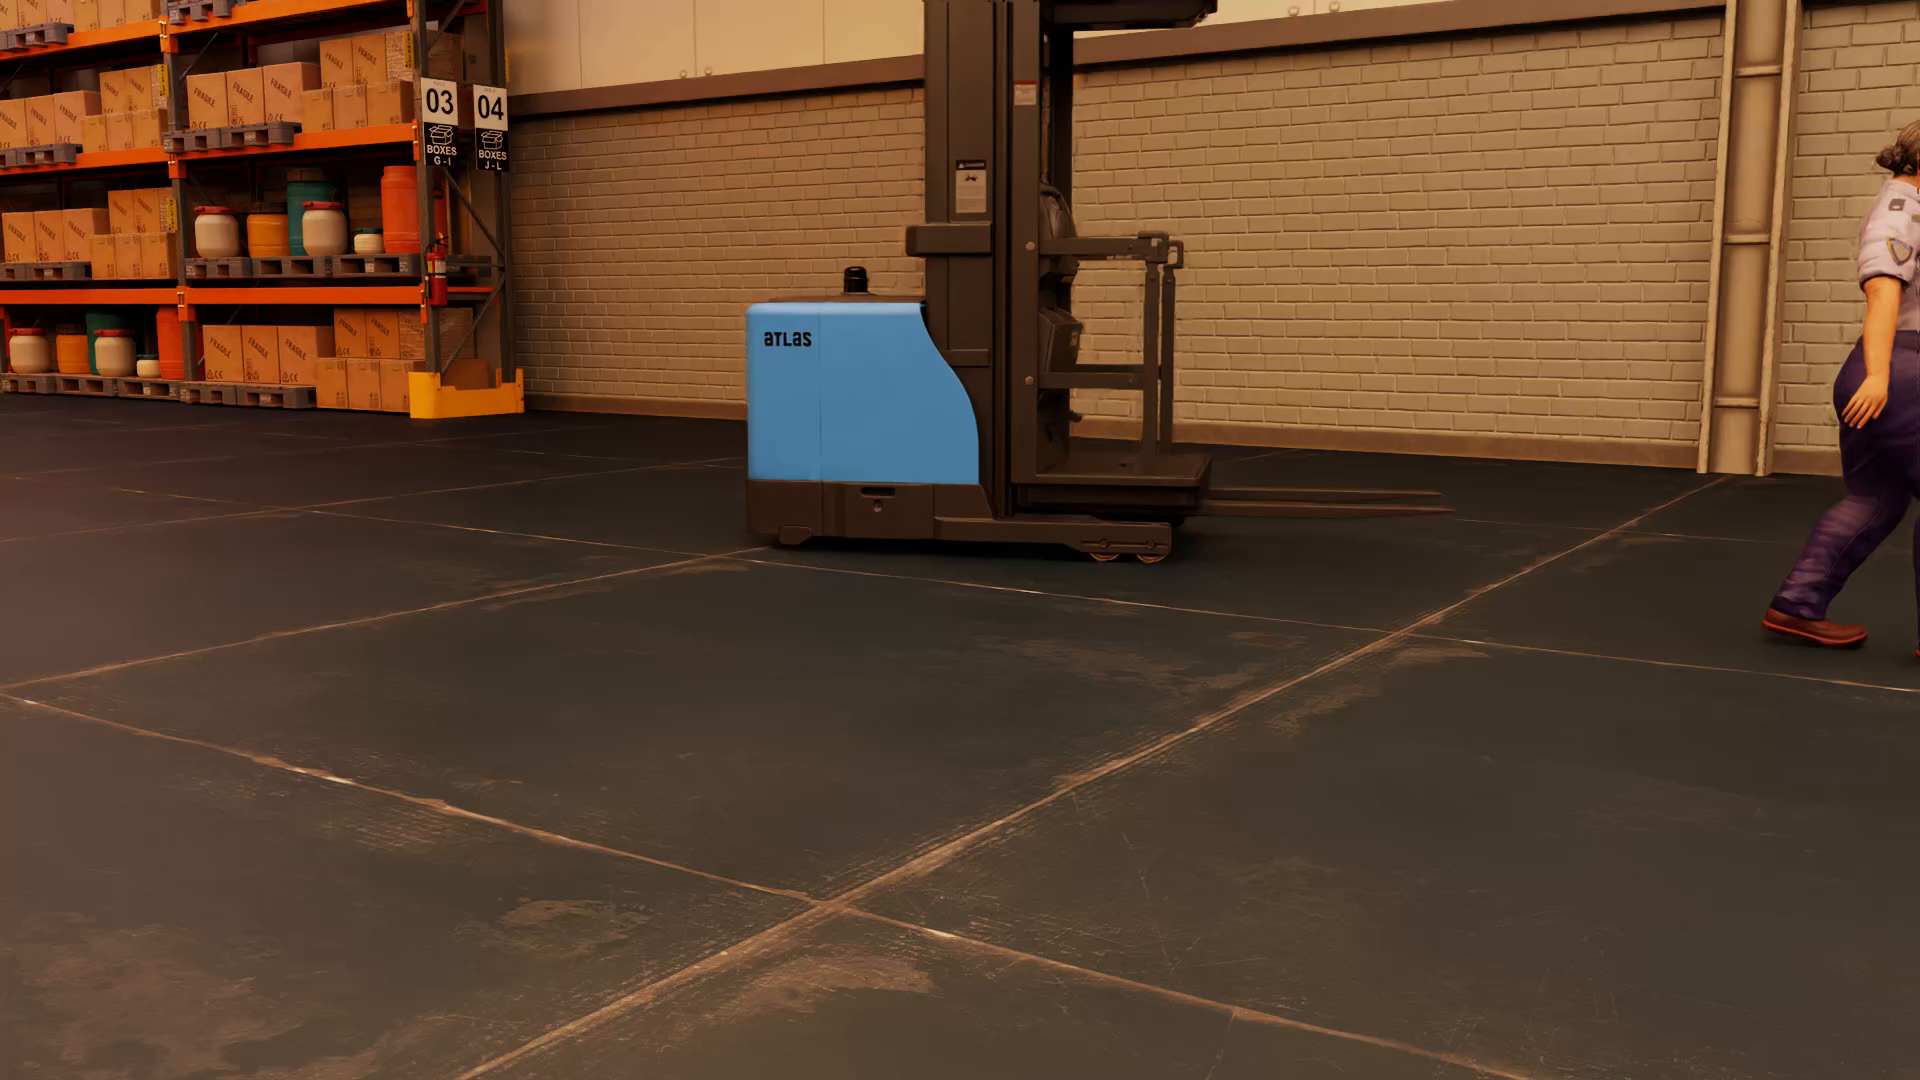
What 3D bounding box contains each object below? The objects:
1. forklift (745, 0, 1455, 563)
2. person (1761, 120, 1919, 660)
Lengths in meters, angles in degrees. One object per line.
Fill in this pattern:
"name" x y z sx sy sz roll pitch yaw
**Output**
"forklift" 0.621 -1.437 7.298 3.031 2.935 1.130 2 8 11
"person" 2.857 -0.434 4.966 0.729 1.630 0.894 3 9 22
